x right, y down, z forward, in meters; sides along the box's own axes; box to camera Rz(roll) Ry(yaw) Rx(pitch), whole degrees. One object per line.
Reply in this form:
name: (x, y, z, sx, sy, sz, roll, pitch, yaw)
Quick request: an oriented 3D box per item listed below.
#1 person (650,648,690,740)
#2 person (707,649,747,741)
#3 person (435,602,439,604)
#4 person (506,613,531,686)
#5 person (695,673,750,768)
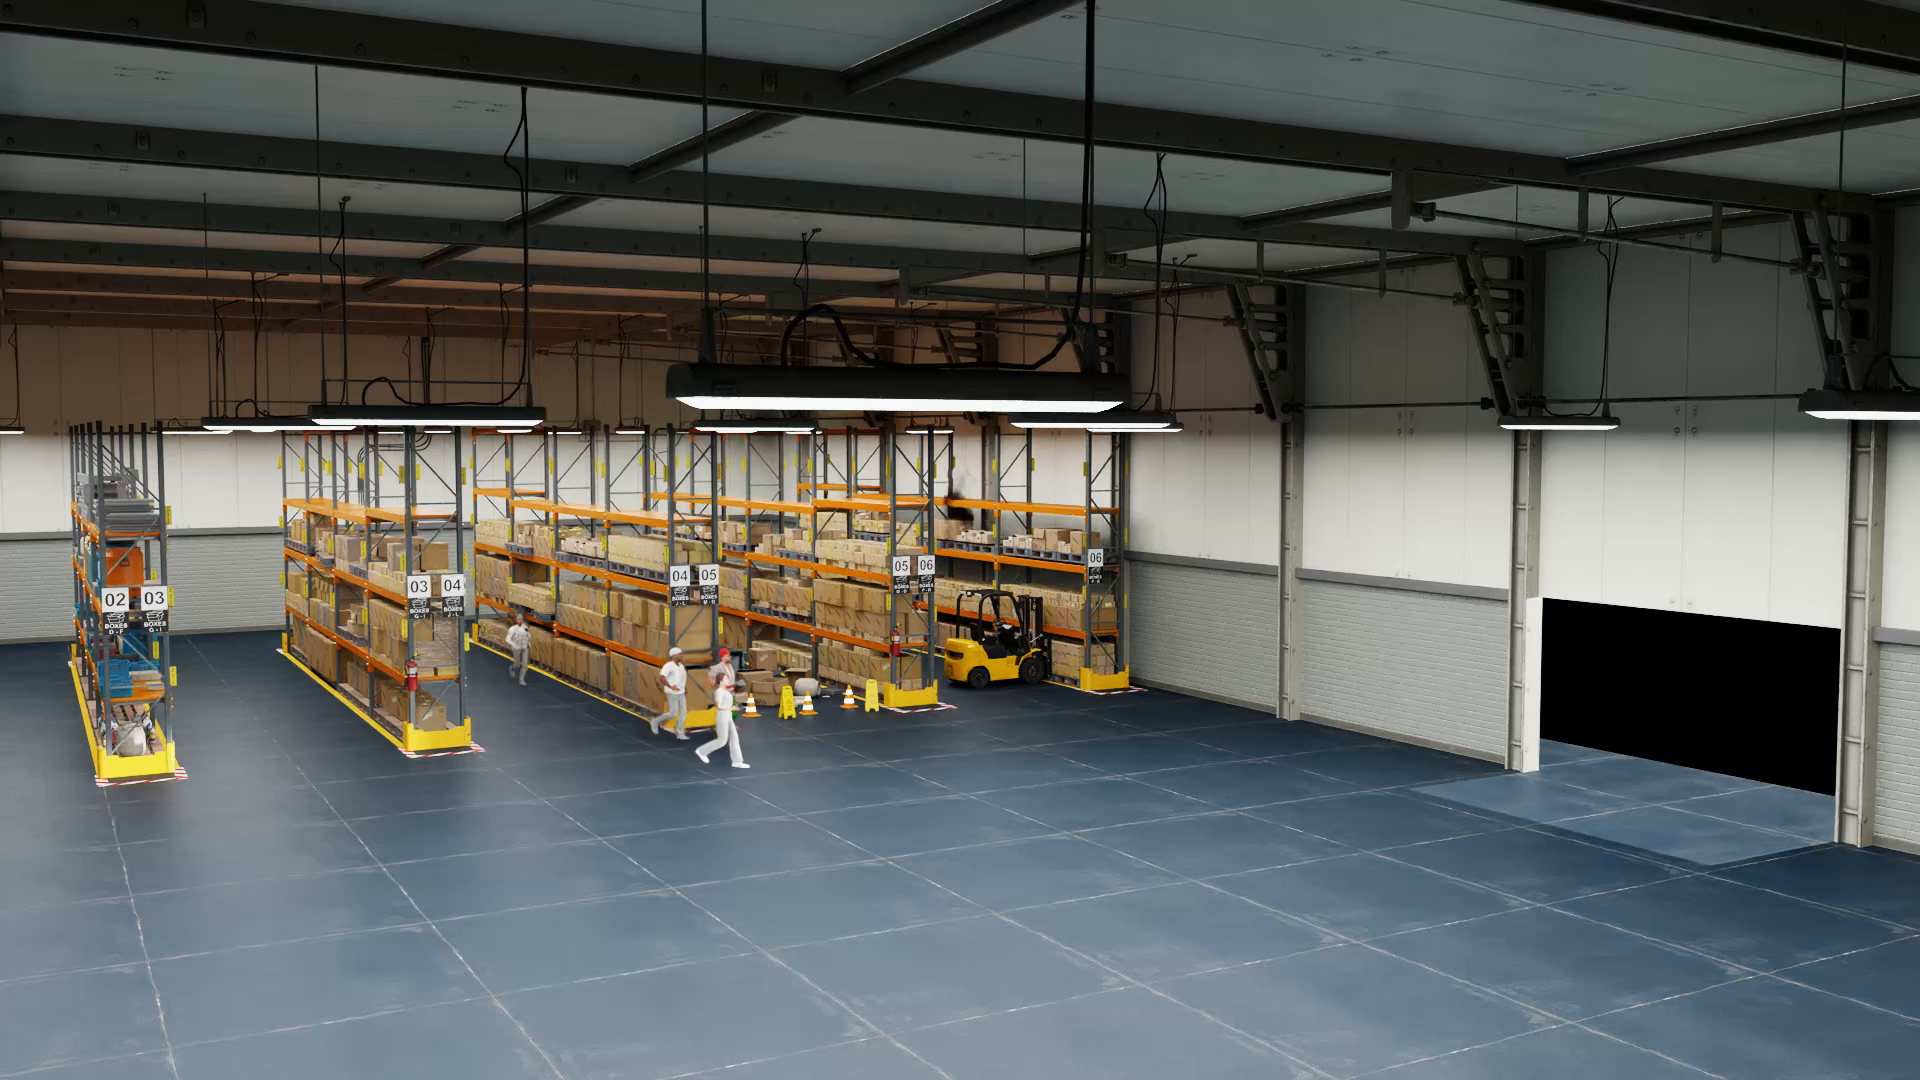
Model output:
person: (-5.405, 2.908, 31.628, 0.860, 1.717, 0.763, 1, 4, 23)
person: (-4.346, 2.917, 31.258, 0.565, 1.749, 0.665, 1, 4, 21)
person: (-14.740, 2.012, 46.265, 0.694, 1.781, 0.708, 2, 4, 26)
person: (-10.184, 2.515, 38.482, 0.617, 1.661, 0.742, -3, 4, -36)
person: (-4.091, 3.112, 28.641, 0.935, 1.663, 0.568, 0, 4, 4)
